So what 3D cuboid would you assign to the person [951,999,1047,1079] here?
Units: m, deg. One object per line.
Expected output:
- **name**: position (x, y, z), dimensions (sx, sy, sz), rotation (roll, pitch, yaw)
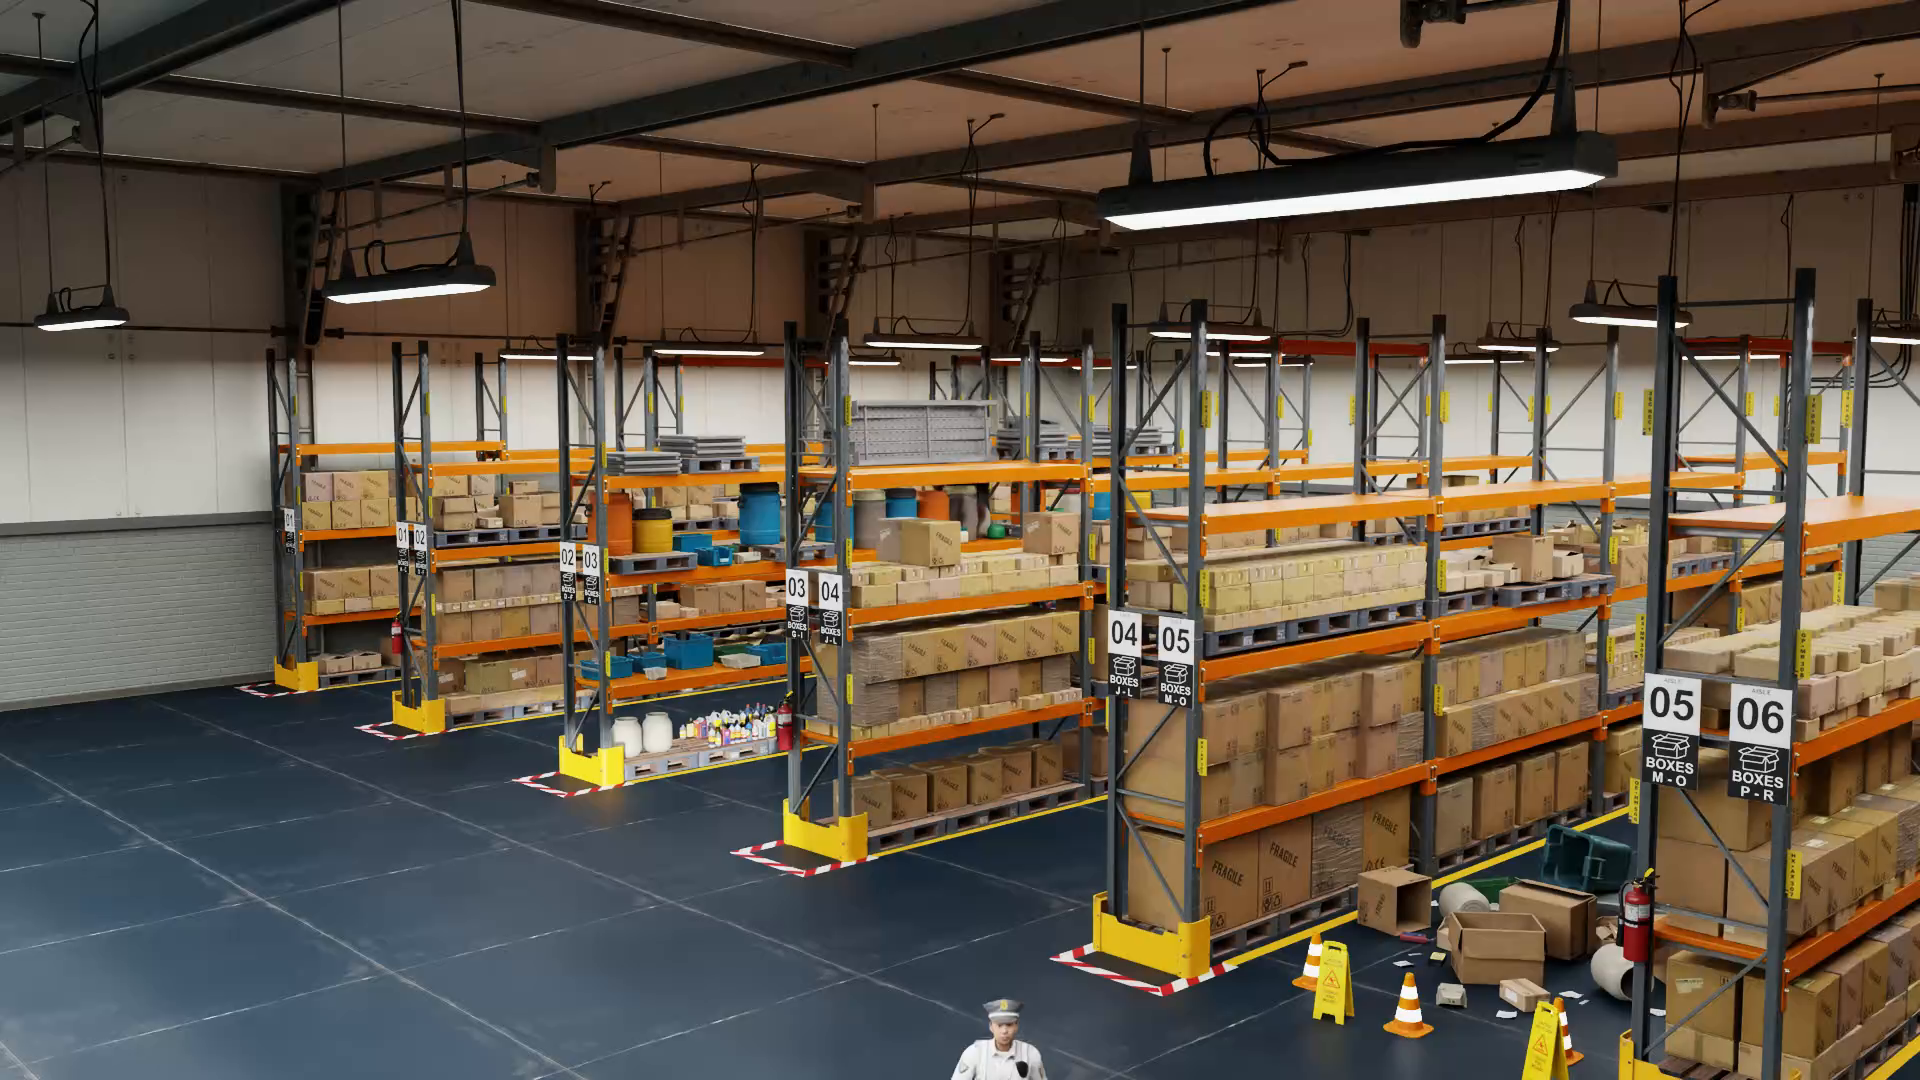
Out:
- **person**: position (0.245, 3.463, 9.793), dimensions (0.599, 1.592, 0.539), rotation (0, 5, -4)
